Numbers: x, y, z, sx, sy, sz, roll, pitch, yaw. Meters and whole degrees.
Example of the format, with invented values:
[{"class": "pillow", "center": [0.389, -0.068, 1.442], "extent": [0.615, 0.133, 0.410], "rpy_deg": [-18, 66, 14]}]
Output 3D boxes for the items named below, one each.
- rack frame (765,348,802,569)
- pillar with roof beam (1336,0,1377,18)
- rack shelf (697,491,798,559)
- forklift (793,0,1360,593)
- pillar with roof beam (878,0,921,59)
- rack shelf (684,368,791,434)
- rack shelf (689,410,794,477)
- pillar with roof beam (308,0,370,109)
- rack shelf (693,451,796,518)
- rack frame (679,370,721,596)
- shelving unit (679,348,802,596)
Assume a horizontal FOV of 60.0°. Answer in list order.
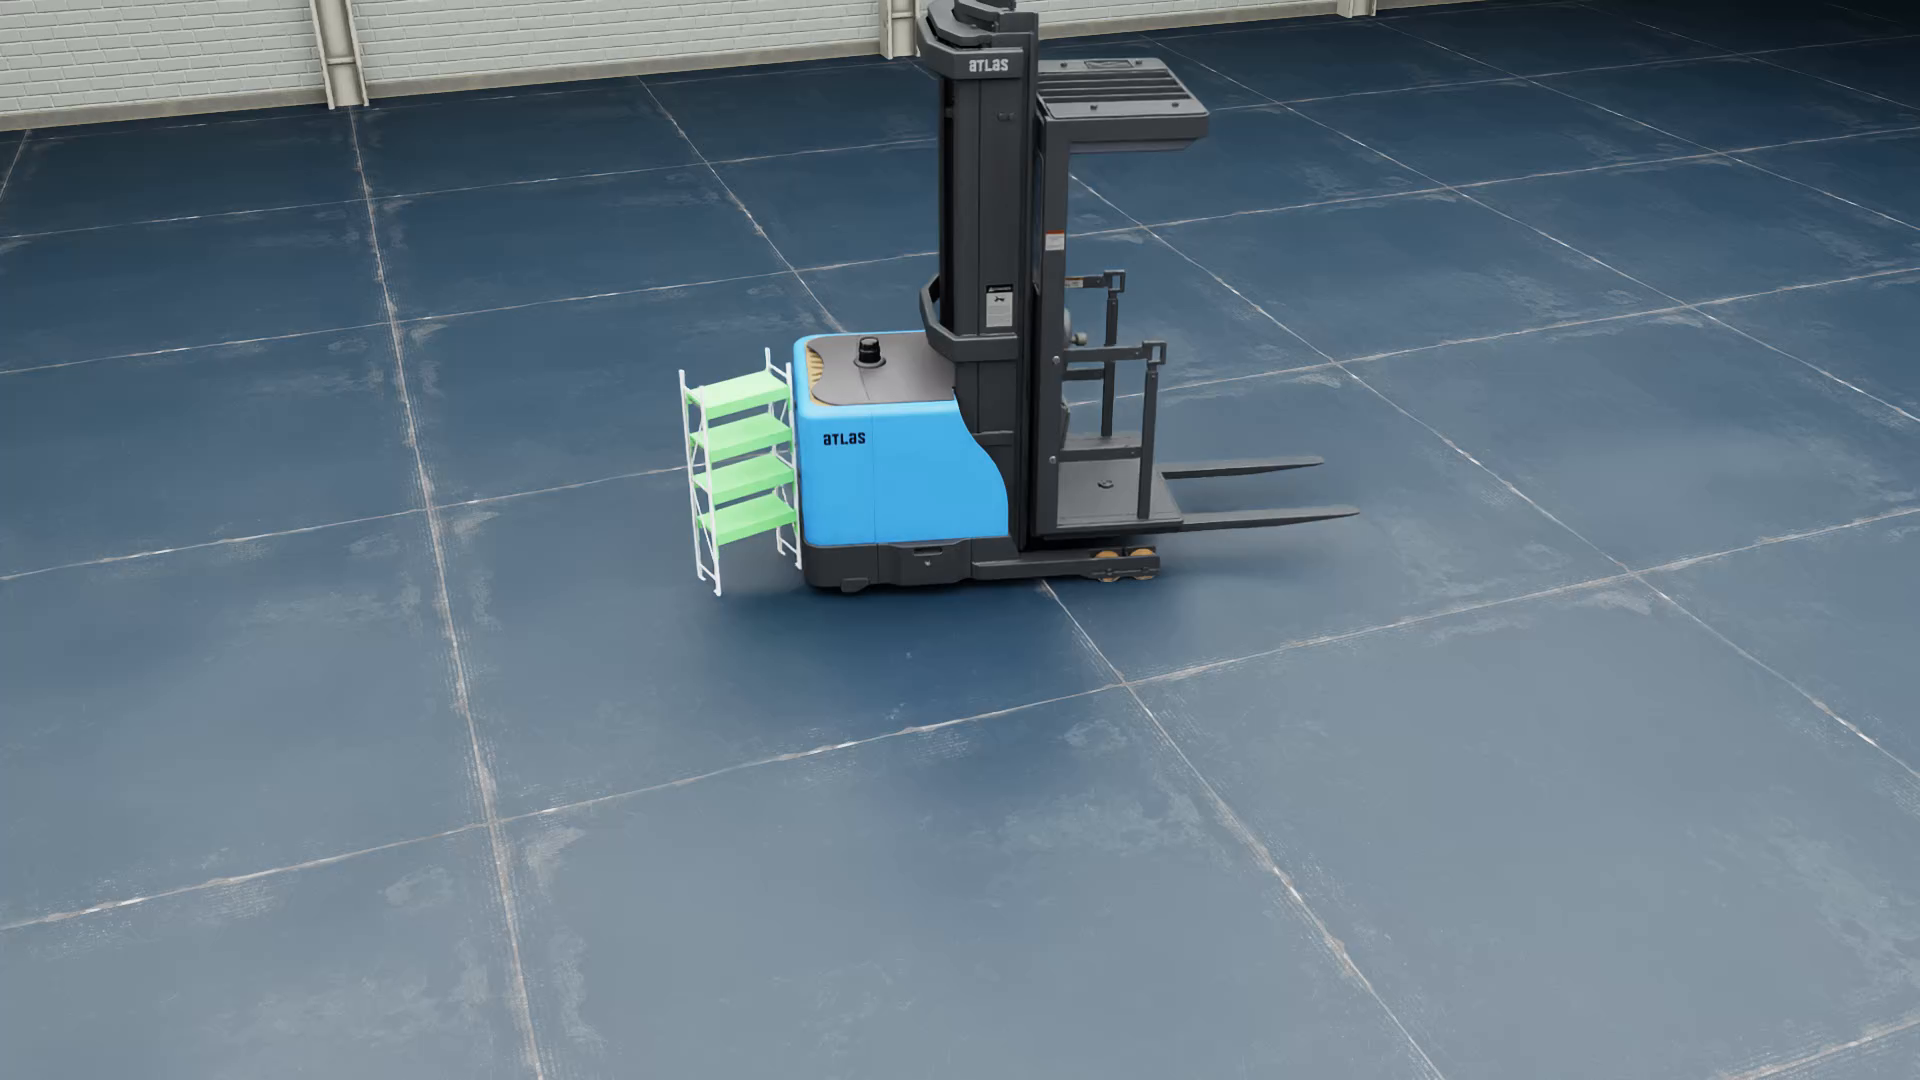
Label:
[{"class": "rack frame", "center": [-0.929, -0.416, 8.769], "extent": [0.015, 1.200, 0.240], "rpy_deg": [-19, 35, -30]}, {"class": "pillar with roof beam", "center": [6.442, -8.485, 15.052], "extent": [0.400, 9.000, 9.100], "rpy_deg": [-10, 31, -18]}, {"class": "rack shelf", "center": [-1.130, -0.084, 8.799], "extent": [0.480, 0.148, 0.258], "rpy_deg": [-19, 35, -30]}, {"class": "forklift", "center": [0.639, -1.305, 8.580], "extent": [3.031, 2.935, 1.130], "rpy_deg": [-3, 30, -6]}, {"class": "pillar with roof beam", "center": [0.819, -7.449, 13.234], "extent": [0.400, 9.000, 9.100], "rpy_deg": [-10, 31, -18]}, {"class": "rack shelf", "center": [-1.130, -0.709, 8.443], "extent": [0.480, 0.148, 0.258], "rpy_deg": [-19, 35, -30]}, {"class": "rack shelf", "center": [-1.130, -0.501, 8.561], "extent": [0.480, 0.148, 0.258], "rpy_deg": [-19, 35, -30]}, {"class": "pillar with roof beam", "center": [-4.805, -6.413, 11.416], "extent": [0.400, 9.000, 9.100], "rpy_deg": [-10, 31, -18]}, {"class": "rack shelf", "center": [-1.130, -0.292, 8.680], "extent": [0.480, 0.148, 0.258], "rpy_deg": [-19, 35, -30]}, {"class": "rack frame", "center": [-1.330, -0.279, 8.528], "extent": [0.015, 1.200, 0.240], "rpy_deg": [-19, 35, -30]}, {"class": "shelving unit", "center": [-1.130, -0.348, 8.649], "extent": [0.503, 1.200, 0.258], "rpy_deg": [-19, 35, -30]}]
